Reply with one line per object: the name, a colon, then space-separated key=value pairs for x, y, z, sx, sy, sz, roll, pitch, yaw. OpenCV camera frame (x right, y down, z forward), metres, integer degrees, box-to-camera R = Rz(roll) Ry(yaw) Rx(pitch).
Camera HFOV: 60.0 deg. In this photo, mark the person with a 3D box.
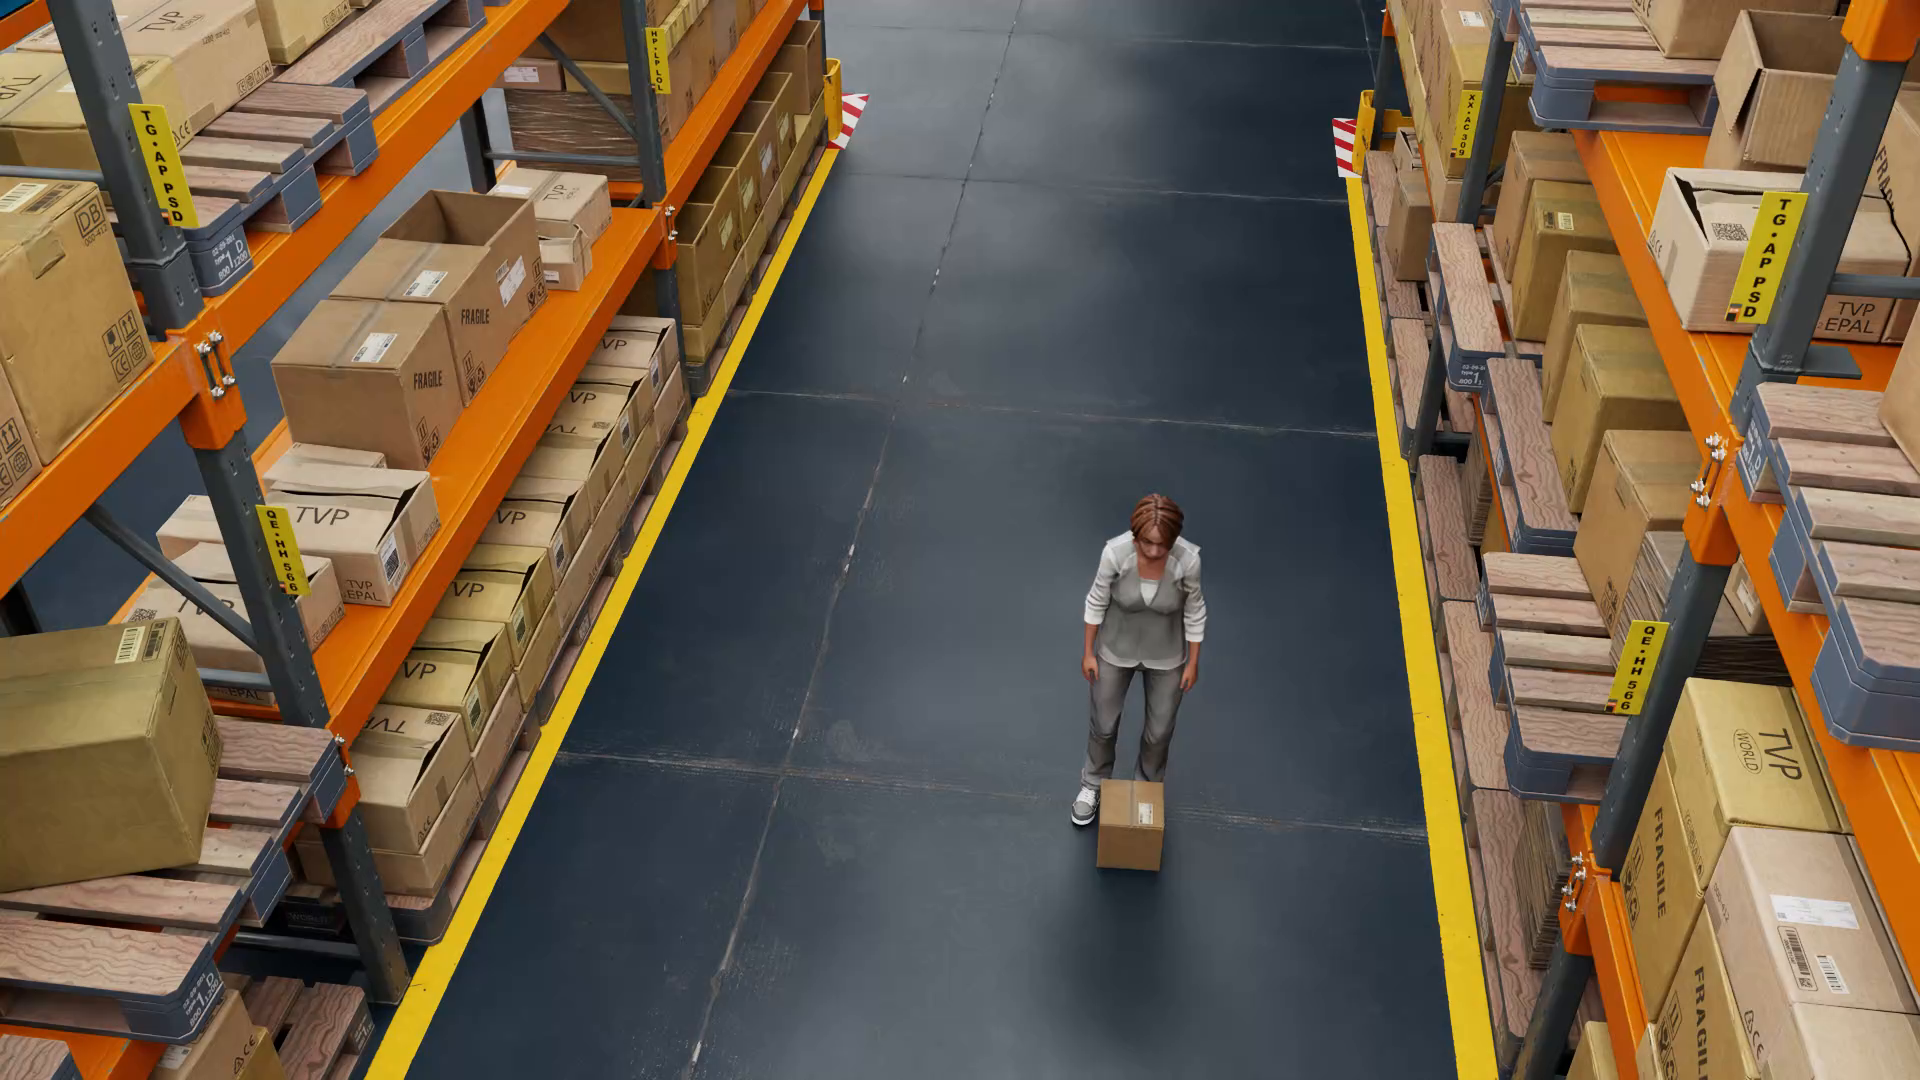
person: x=0.698 y=0.465 z=6.421 sx=0.463 sy=1.593 sz=0.364 roll=4 pitch=37 yaw=6
